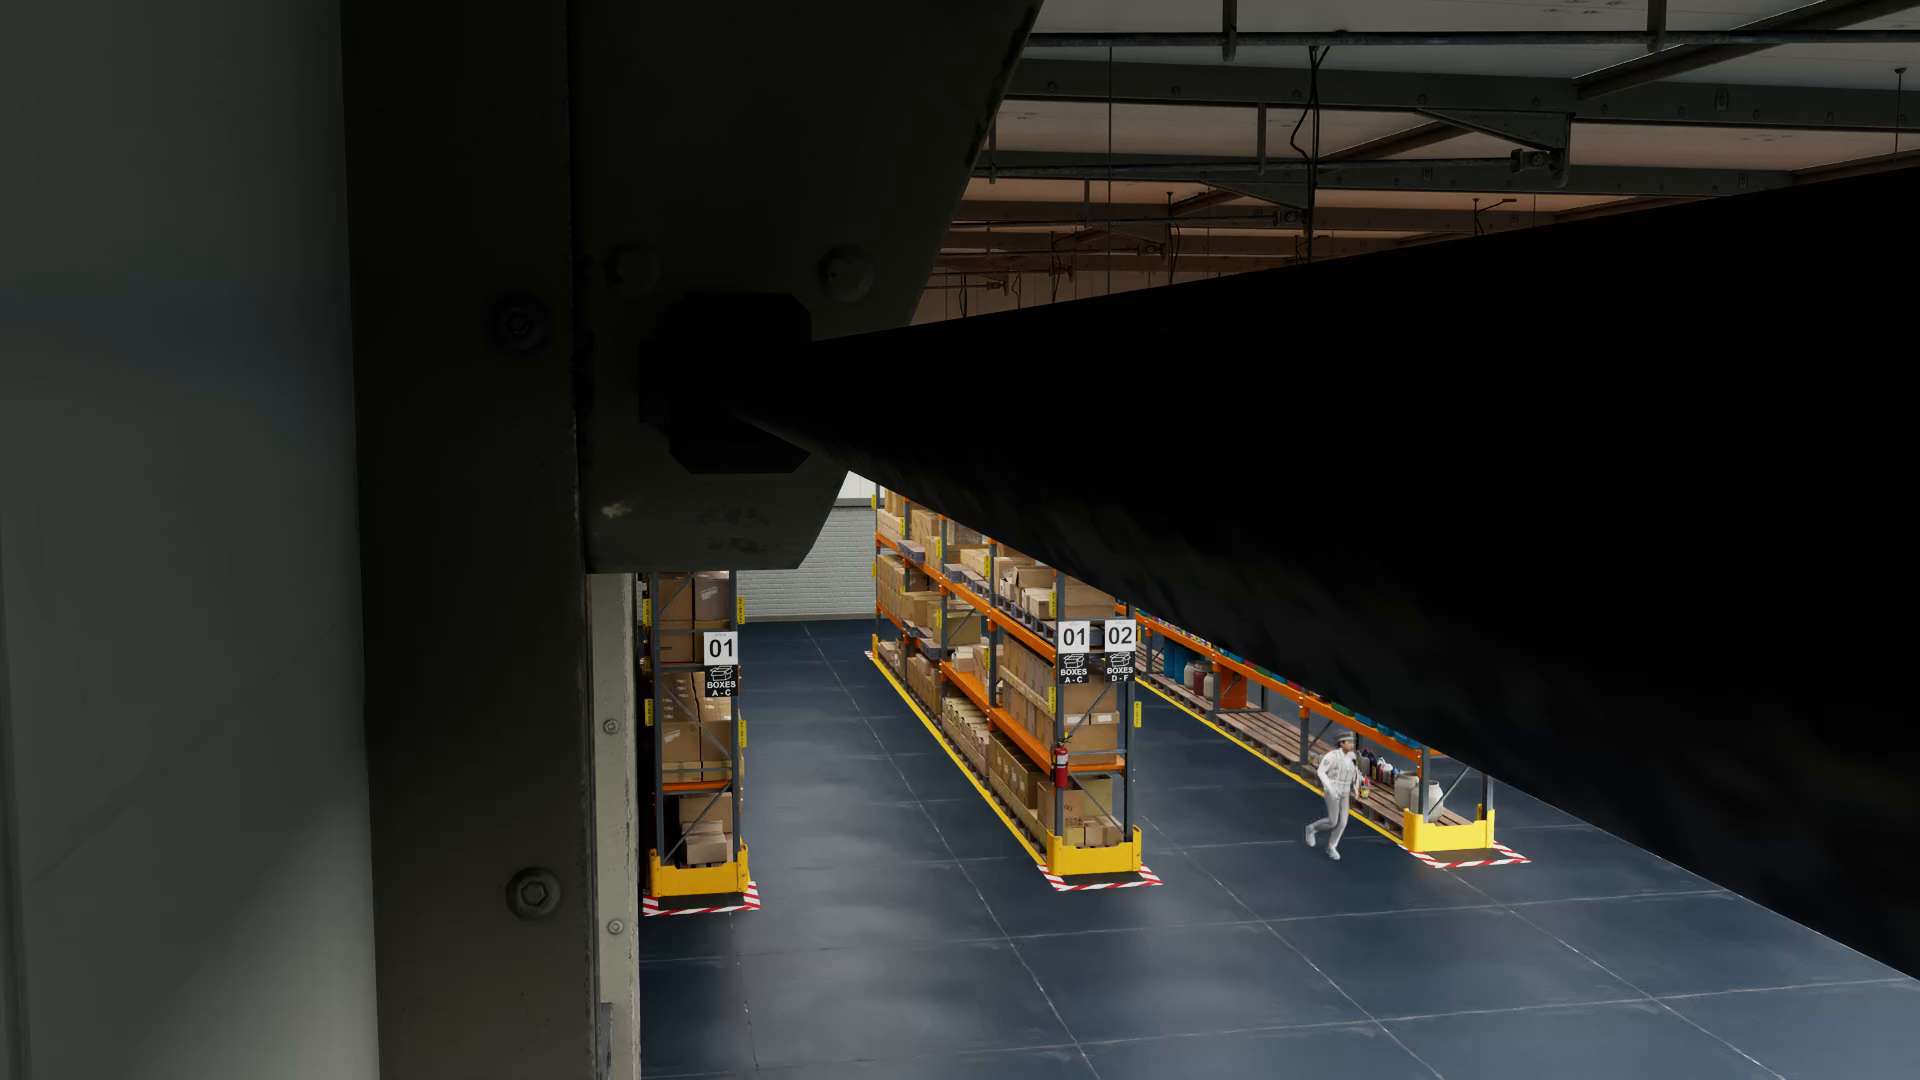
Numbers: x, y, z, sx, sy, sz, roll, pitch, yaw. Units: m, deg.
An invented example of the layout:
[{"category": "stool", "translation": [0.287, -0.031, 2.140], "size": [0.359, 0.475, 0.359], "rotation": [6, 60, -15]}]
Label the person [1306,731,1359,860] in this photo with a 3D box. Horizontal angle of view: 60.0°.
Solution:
[{"category": "person", "translation": [4.943, 3.295, 21.816], "size": [0.655, 1.647, 0.595], "rotation": [-3, 7, -28]}]
